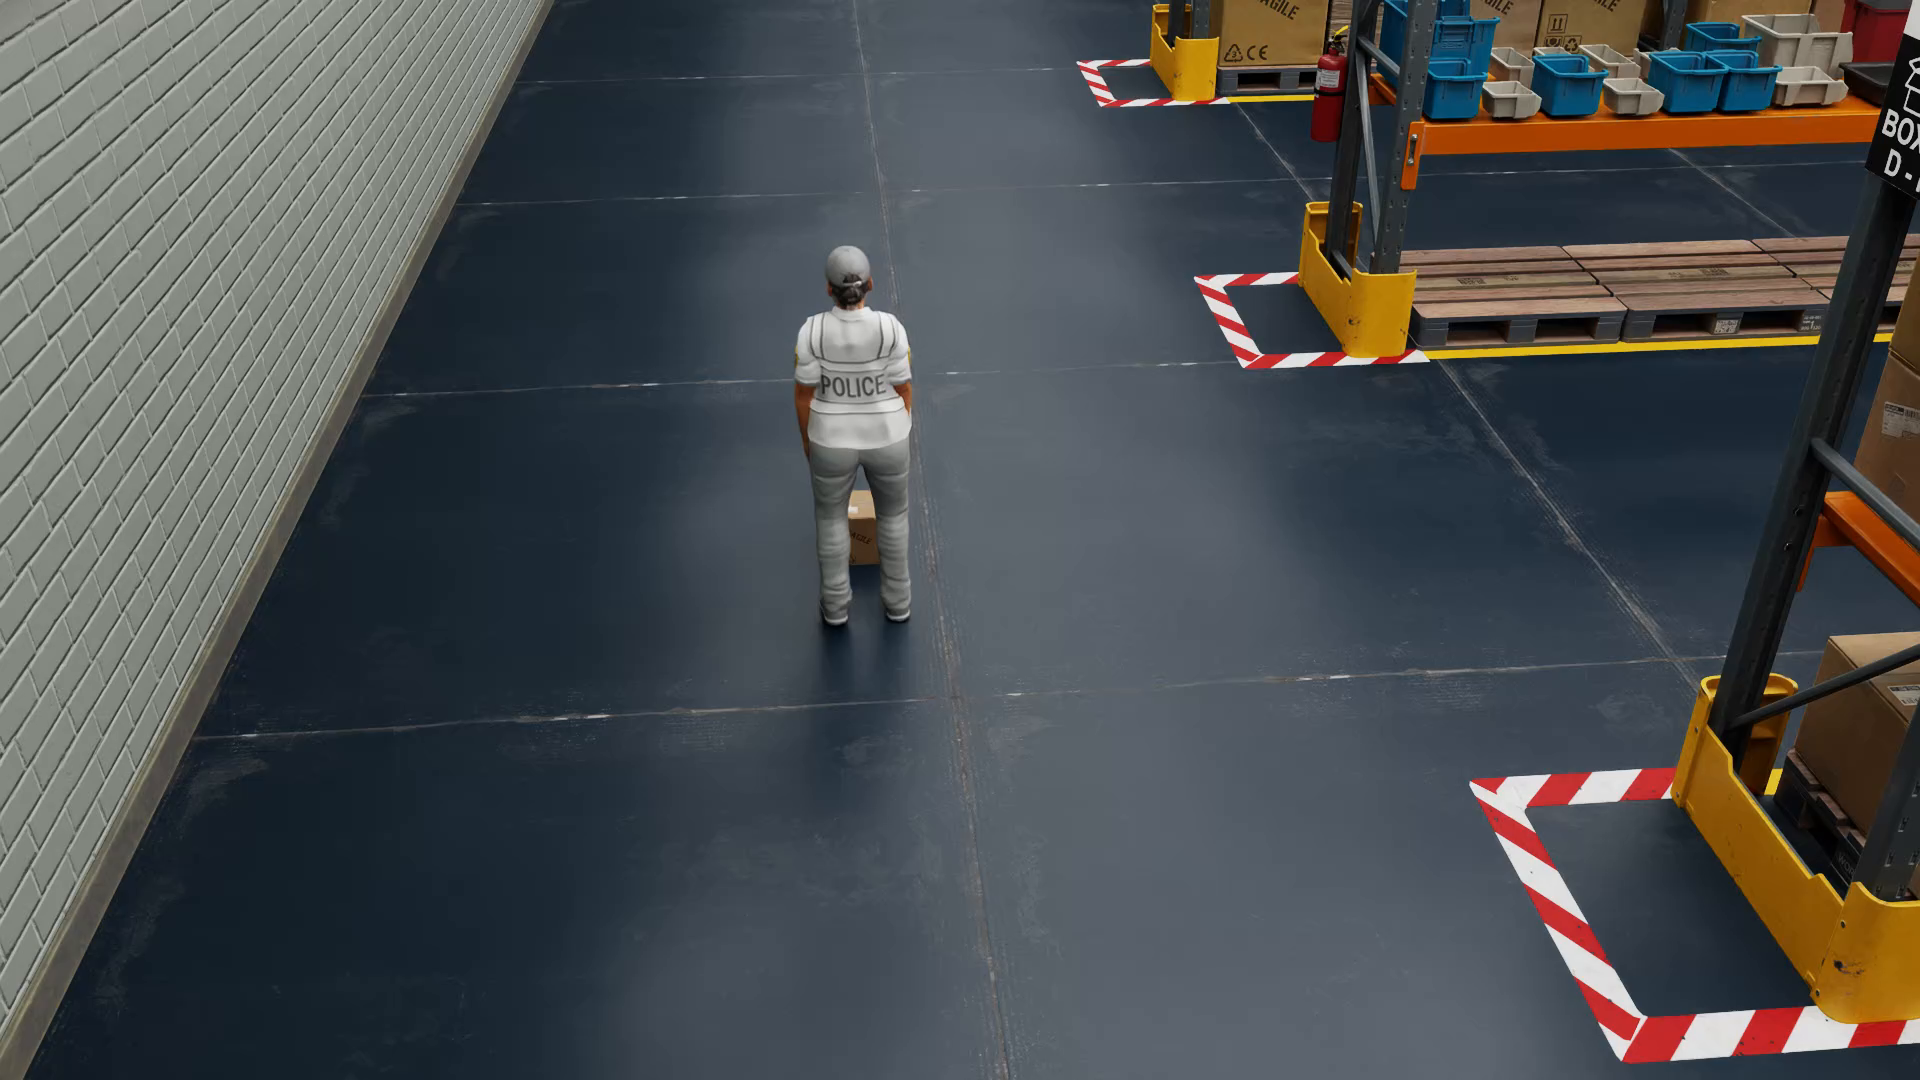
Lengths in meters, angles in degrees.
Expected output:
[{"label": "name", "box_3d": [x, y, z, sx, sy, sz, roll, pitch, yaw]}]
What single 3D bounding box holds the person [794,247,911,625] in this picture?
[{"label": "person", "box_3d": [-0.433, -0.412, 6.822, 0.469, 1.663, 0.390, -2, 31, -3]}]
